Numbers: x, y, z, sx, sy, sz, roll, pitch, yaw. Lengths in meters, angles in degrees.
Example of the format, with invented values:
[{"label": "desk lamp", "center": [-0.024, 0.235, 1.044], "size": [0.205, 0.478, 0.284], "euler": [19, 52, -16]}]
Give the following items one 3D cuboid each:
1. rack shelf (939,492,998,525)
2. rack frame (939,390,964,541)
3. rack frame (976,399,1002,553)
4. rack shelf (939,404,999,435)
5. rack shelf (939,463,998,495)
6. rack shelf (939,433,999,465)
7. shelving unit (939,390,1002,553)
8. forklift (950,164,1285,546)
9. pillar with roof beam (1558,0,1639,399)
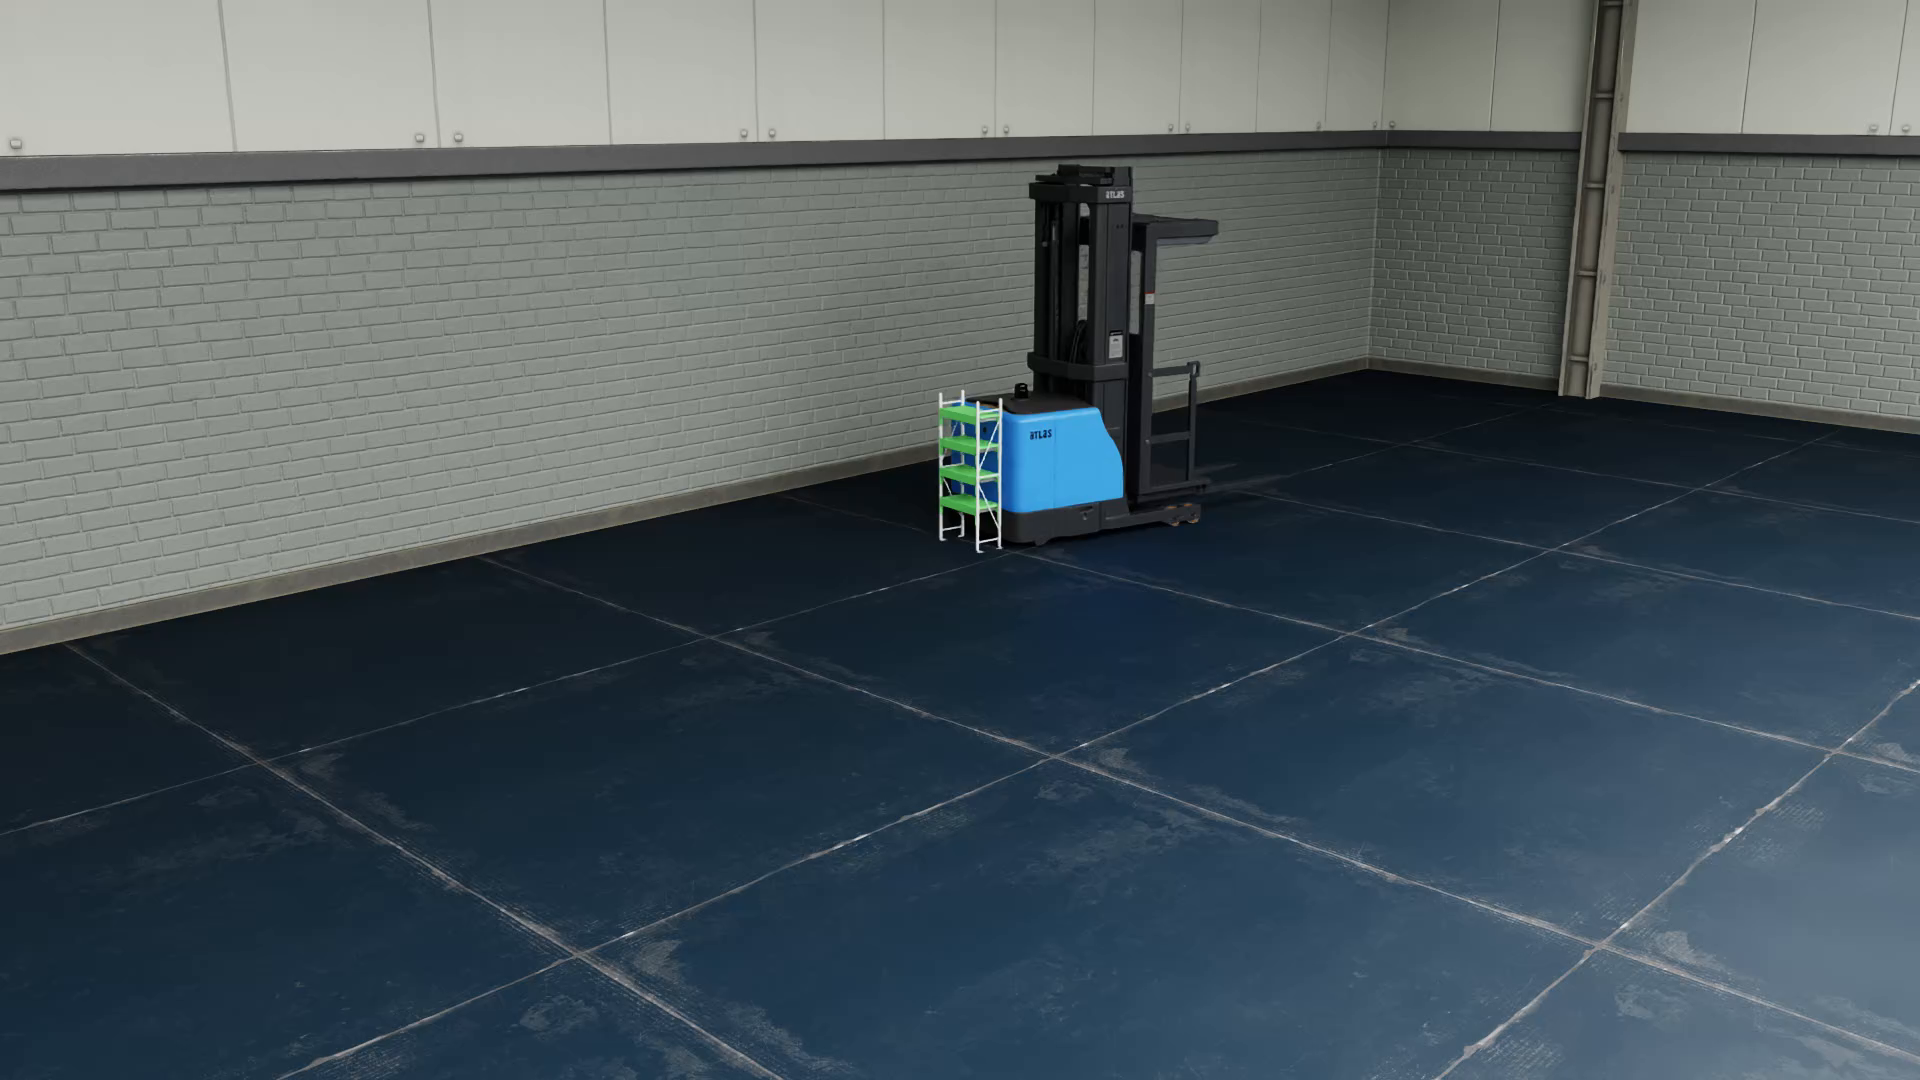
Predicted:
[{"label": "rack shelf", "center": [0.079, -0.252, 13.223], "size": [0.258, 0.148, 0.480], "euler": [-11, 18, -35]}, {"label": "rack frame", "center": [-0.066, -0.595, 13.336], "size": [0.240, 1.200, 0.015], "euler": [-11, 18, -35]}, {"label": "rack frame", "center": [0.225, -0.496, 12.957], "size": [0.240, 1.200, 0.015], "euler": [-11, 18, -35]}, {"label": "rack shelf", "center": [0.079, -0.948, 13.042], "size": [0.258, 0.148, 0.480], "euler": [-11, 18, -35]}, {"label": "rack shelf", "center": [0.079, -0.484, 13.163], "size": [0.258, 0.148, 0.480], "euler": [-11, 18, -35]}, {"label": "rack shelf", "center": [0.079, -0.716, 13.102], "size": [0.258, 0.148, 0.480], "euler": [-11, 18, -35]}, {"label": "shelving unit", "center": [0.079, -0.546, 13.147], "size": [0.258, 1.200, 0.503], "euler": [-11, 18, -35]}, {"label": "forklift", "center": [1.428, -1.634, 13.889], "size": [3.031, 2.935, 1.130], "euler": [-9, 17, -32]}, {"label": "pillar with roof beam", "center": [4.509, -5.322, 16.012], "size": [0.400, 9.000, 9.100], "euler": [14, 20, 42]}]
